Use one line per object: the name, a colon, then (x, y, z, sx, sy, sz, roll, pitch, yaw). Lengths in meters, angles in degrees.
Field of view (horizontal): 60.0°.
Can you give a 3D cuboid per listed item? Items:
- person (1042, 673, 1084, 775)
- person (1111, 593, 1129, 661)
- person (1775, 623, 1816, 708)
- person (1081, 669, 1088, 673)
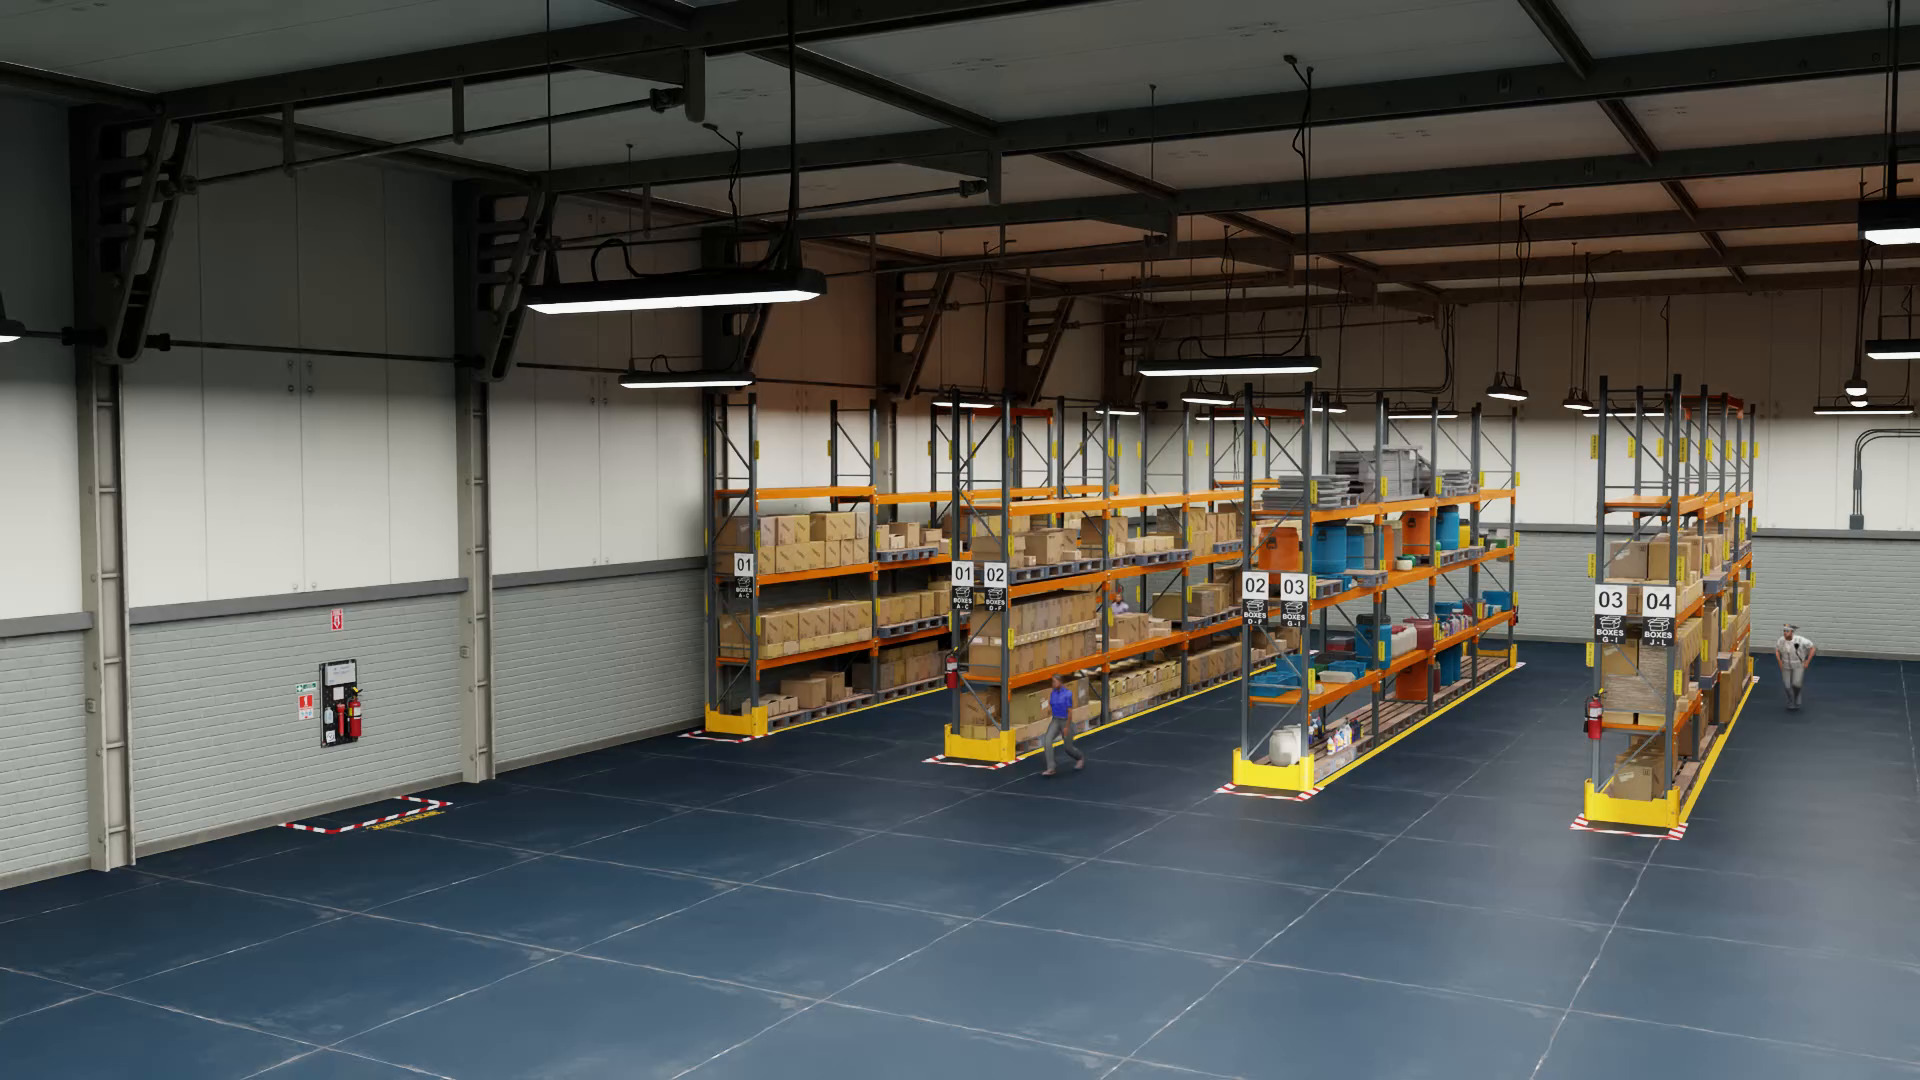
person: (1.565, 2.834, 25.772, 0.434, 1.521, 0.960, 2, 4, 37)
person: (3.802, 2.045, 39.673, 0.507, 1.586, 1.043, 2, 3, 28)
person: (16.142, 2.430, 32.133, 0.716, 1.681, 0.702, 2, 4, 37)
person: (2.591, 2.059, 35.626, 0.494, 1.551, 0.622, 2, 4, 31)
